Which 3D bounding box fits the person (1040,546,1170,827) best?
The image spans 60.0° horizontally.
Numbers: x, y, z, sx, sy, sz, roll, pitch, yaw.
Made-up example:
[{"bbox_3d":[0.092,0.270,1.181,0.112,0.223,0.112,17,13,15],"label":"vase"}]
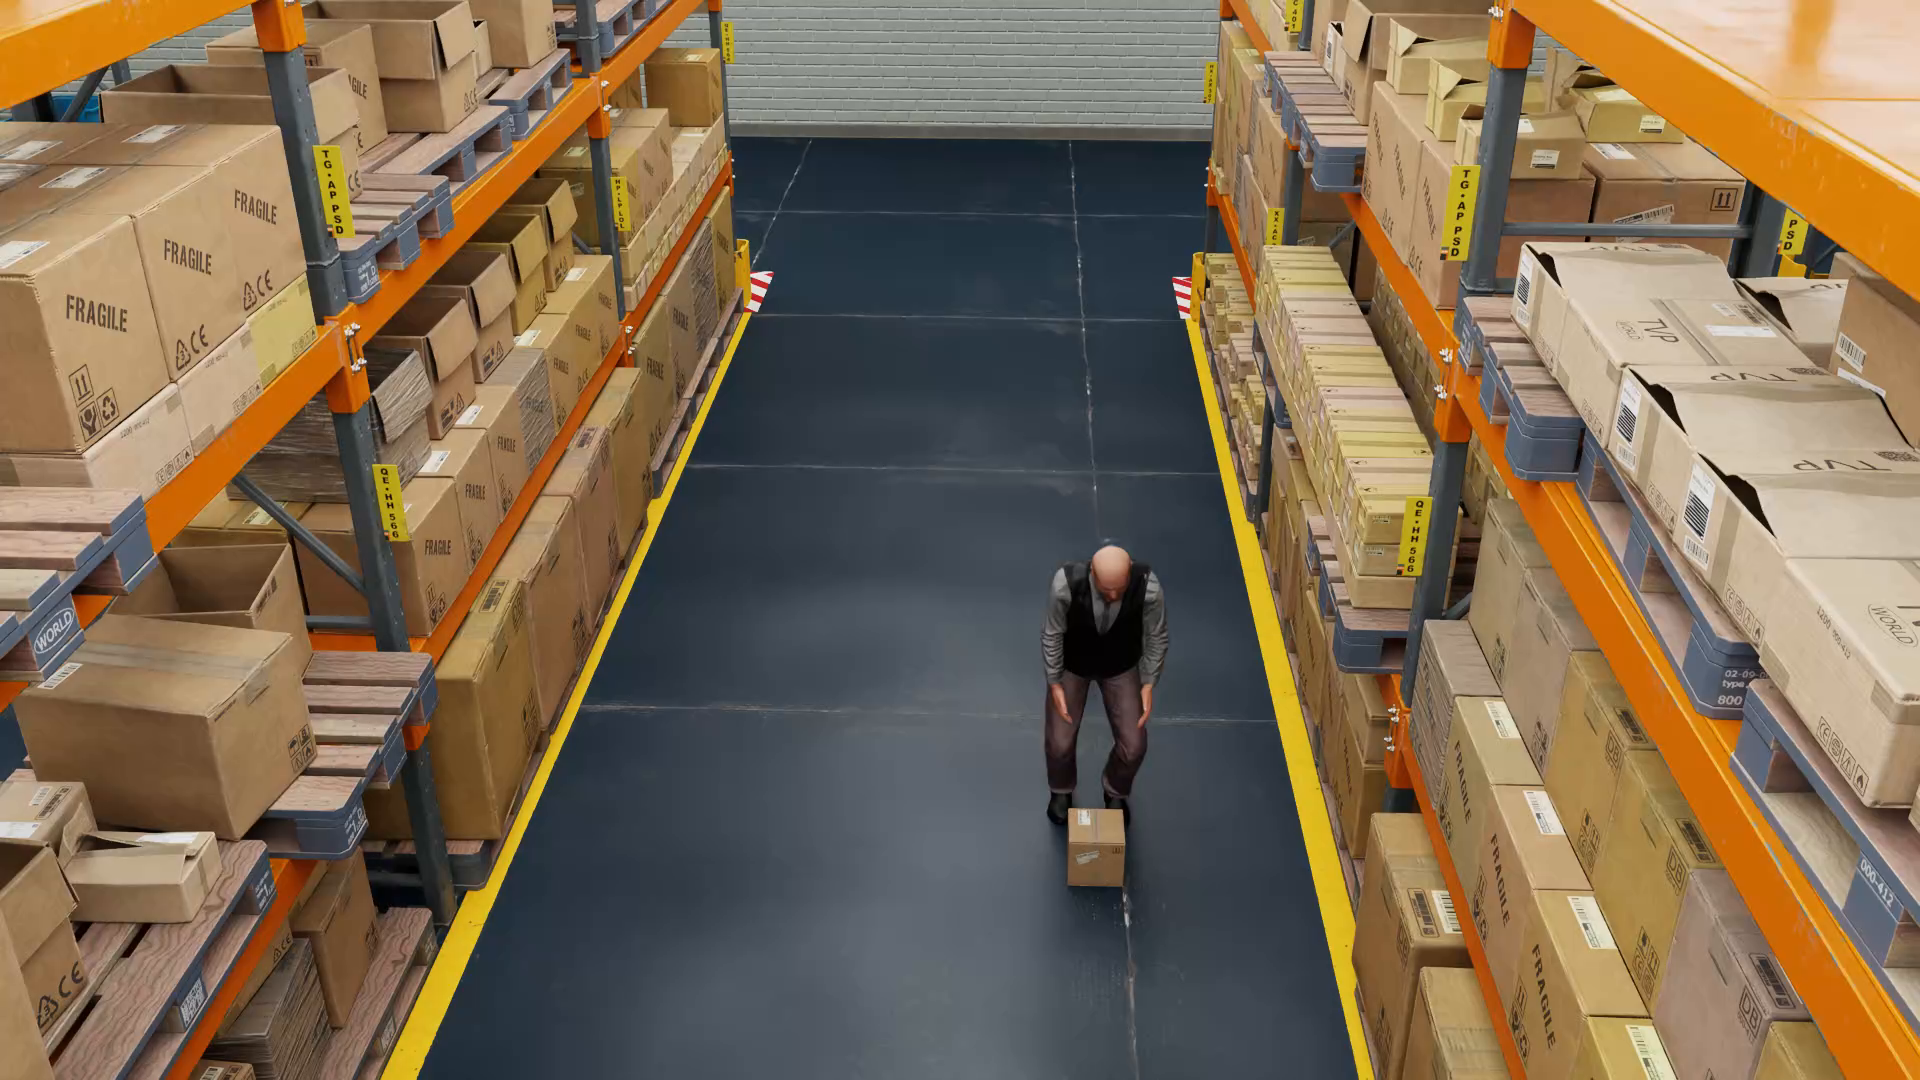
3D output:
[{"bbox_3d":[0.659,0.623,7.679,0.586,1.533,0.602,1,28,2],"label":"person"}]
